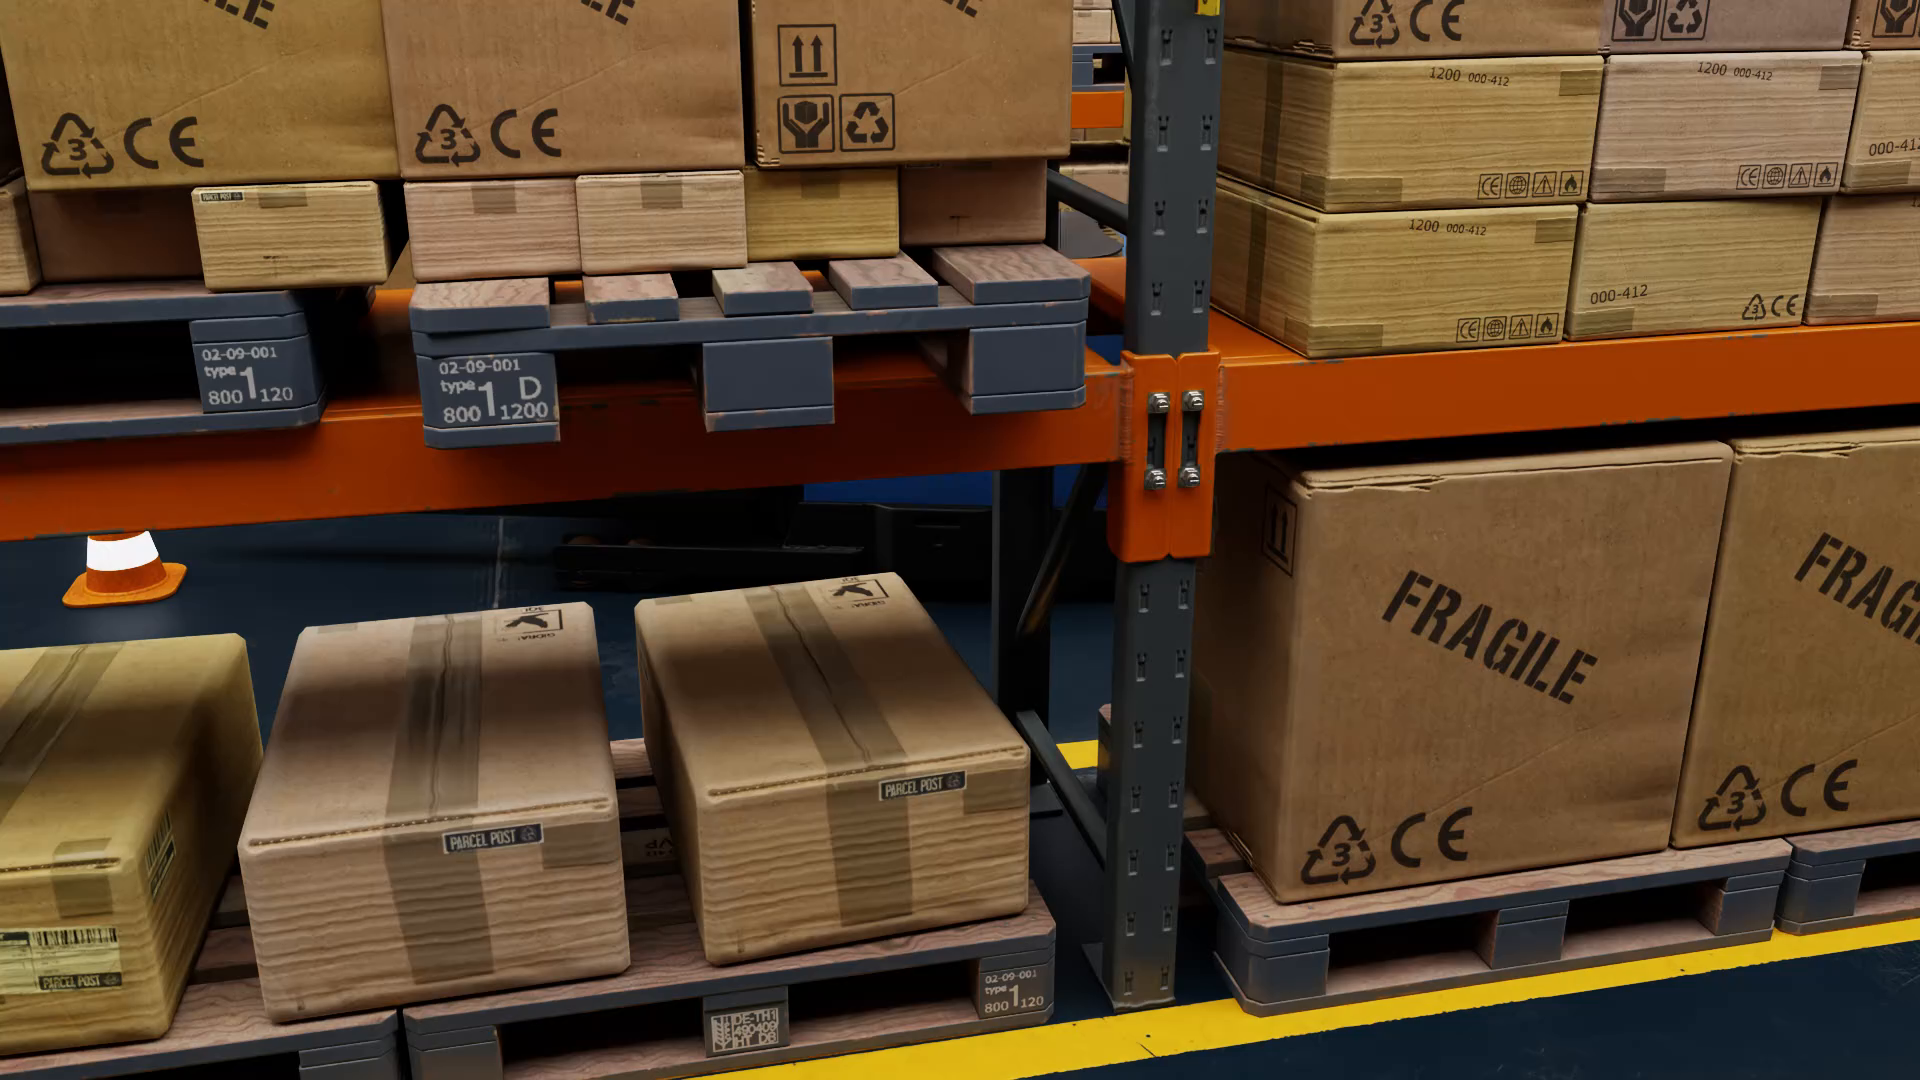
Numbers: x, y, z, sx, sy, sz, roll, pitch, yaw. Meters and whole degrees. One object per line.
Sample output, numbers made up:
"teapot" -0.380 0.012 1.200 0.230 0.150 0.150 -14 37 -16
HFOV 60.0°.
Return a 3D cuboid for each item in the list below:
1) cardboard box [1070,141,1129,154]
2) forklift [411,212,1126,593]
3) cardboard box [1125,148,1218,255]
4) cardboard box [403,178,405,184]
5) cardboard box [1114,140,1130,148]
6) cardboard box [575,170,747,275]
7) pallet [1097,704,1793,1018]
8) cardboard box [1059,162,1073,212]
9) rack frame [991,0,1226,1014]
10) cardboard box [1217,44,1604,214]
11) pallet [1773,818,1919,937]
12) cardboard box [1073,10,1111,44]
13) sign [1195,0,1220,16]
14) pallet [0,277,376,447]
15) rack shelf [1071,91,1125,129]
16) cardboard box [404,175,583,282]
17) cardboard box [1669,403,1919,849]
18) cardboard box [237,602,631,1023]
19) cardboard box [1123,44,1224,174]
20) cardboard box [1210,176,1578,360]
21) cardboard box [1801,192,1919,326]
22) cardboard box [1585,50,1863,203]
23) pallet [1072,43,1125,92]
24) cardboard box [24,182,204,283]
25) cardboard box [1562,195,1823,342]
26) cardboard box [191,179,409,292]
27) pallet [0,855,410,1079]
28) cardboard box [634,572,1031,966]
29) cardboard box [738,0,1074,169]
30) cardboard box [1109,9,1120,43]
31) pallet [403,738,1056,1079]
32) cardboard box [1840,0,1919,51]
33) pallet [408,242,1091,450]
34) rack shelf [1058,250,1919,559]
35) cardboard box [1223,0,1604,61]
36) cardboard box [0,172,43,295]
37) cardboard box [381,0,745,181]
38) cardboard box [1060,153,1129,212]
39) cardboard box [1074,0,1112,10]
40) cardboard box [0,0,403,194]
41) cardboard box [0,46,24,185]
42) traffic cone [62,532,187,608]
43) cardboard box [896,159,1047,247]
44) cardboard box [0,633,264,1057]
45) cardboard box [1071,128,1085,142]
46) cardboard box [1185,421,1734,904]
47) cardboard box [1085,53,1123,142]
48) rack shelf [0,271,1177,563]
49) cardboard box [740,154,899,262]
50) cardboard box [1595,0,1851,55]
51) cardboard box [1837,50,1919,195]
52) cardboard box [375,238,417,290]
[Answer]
"cardboard box" 0.605 -1.893 8.555 0.500 0.250 0.500 -4 21 -11
"forklift" -0.904 -1.393 5.357 3.031 2.935 1.130 2 20 4
"cardboard box" 0.683 -0.705 3.596 0.500 0.250 0.500 -5 21 -14
"cardboard box" -0.941 -0.732 3.206 0.250 0.149 0.380 -5 21 -12
"cardboard box" 1.111 -1.937 8.676 0.500 0.250 0.500 -4 20 -10
"cardboard box" -0.494 -0.542 2.689 0.250 0.149 0.380 -5 21 -13
"pallet" 1.035 0.624 3.804 1.213 0.211 1.003 -5 21 -12
"cardboard box" 0.233 -1.686 7.991 0.500 0.250 0.500 -5 21 -13
"rack frame" 0.250 -0.648 3.223 0.127 3.000 1.000 -5 21 -12
"cardboard box" 0.800 -0.770 3.047 0.500 0.250 0.500 -5 21 -13
"pallet" 2.220 0.529 4.065 1.213 0.211 1.003 -5 21 -12
"cardboard box" 0.539 -2.431 7.844 0.250 0.149 0.380 -4 20 -11
"sign" 0.384 -0.974 2.544 0.005 0.325 0.100 -5 21 -12
"pallet" -1.667 -0.388 2.791 1.213 0.211 1.003 -5 21 -12
"rack shelf" 0.959 -2.118 8.281 4.000 0.370 1.077 -5 21 -12
"cardboard box" -0.741 -0.525 2.642 0.250 0.149 0.380 -6 21 -15
"cardboard box" 1.810 0.056 3.779 0.875 0.875 0.875 -4 21 -12
"cardboard box" -1.018 0.491 3.323 0.625 0.372 0.950 -5 21 -14
"cardboard box" 0.663 -0.936 3.500 0.500 0.250 0.500 -5 21 -13
"cardboard box" 0.784 -0.532 3.125 0.500 0.250 0.500 -5 21 -13
"cardboard box" 1.792 -0.618 3.360 0.500 0.250 0.500 -4 20 -11
"cardboard box" 1.303 -0.811 3.158 0.500 0.250 0.500 -4 21 -11
"pallet" 0.930 -2.377 8.223 1.213 0.211 1.003 -5 21 -12
"cardboard box" -1.279 -0.521 2.630 0.250 0.149 0.380 -4 21 -12
"cardboard box" 1.280 -0.579 3.252 0.500 0.250 0.500 -5 21 -14
"cardboard box" -1.005 -0.499 2.570 0.250 0.149 0.380 -4 21 -12
"pallet" -1.696 0.818 3.275 1.213 0.211 1.003 -5 21 -12
"cardboard box" -0.302 0.430 3.490 0.625 0.372 0.950 -6 21 -16
"cardboard box" -0.128 -0.903 2.730 0.500 0.500 0.500 -5 21 -14
"cardboard box" 0.784 -2.450 7.896 0.250 0.149 0.380 -4 21 -12
"pallet" -0.511 0.722 3.535 1.213 0.211 1.003 -5 21 -12
"cardboard box" 1.774 -1.200 3.131 0.500 0.500 0.500 -4 21 -11
"pallet" -0.419 -0.466 3.005 1.003 0.211 1.213 -5 21 -12
"rack shelf" 2.196 -0.469 3.779 4.000 0.370 1.077 -5 21 -12
"cardboard box" 0.786 -1.122 2.917 0.500 0.500 0.500 -5 21 -14
"cardboard box" -1.504 -0.474 2.501 0.250 0.149 0.380 -5 21 -14
"cardboard box" -0.629 -0.858 2.609 0.500 0.500 0.500 -5 21 -13
"cardboard box" 0.718 -1.721 8.086 0.500 0.250 0.500 -4 21 -12
"cardboard box" 0.540 -2.571 7.794 0.250 0.149 0.380 -5 21 -12
"cardboard box" -1.120 -0.818 2.499 0.500 0.500 0.500 -6 21 -16
"cardboard box" -1.651 -0.775 2.381 0.500 0.500 0.500 -6 21 -15
"traffic cone" -2.706 -0.065 5.319 0.334 0.463 0.336 -5 21 -12
"cardboard box" -0.015 -0.623 2.908 0.250 0.149 0.380 -4 20 -10
"cardboard box" -1.758 0.549 3.165 0.625 0.372 0.950 -4 20 -11
"cardboard box" 0.375 -3.353 13.086 0.875 0.875 1.225 -5 21 -14
"cardboard box" 0.941 0.125 3.590 0.875 0.875 0.875 -5 21 -13
"cardboard box" 1.244 -3.424 13.280 0.875 0.875 1.225 -5 21 -12
"rack shelf" -1.696 -0.152 2.915 4.000 0.370 1.077 -5 21 -12
"cardboard box" -0.259 -0.577 2.784 0.250 0.149 0.380 -4 21 -12
"cardboard box" 1.267 -1.164 3.033 0.500 0.500 0.500 -5 21 -12
"cardboard box" 1.791 -0.846 3.254 0.500 0.250 0.500 -5 21 -13
"cardboard box" -2.451 -1.350 7.798 0.750 0.750 1.050 -4 21 -12
